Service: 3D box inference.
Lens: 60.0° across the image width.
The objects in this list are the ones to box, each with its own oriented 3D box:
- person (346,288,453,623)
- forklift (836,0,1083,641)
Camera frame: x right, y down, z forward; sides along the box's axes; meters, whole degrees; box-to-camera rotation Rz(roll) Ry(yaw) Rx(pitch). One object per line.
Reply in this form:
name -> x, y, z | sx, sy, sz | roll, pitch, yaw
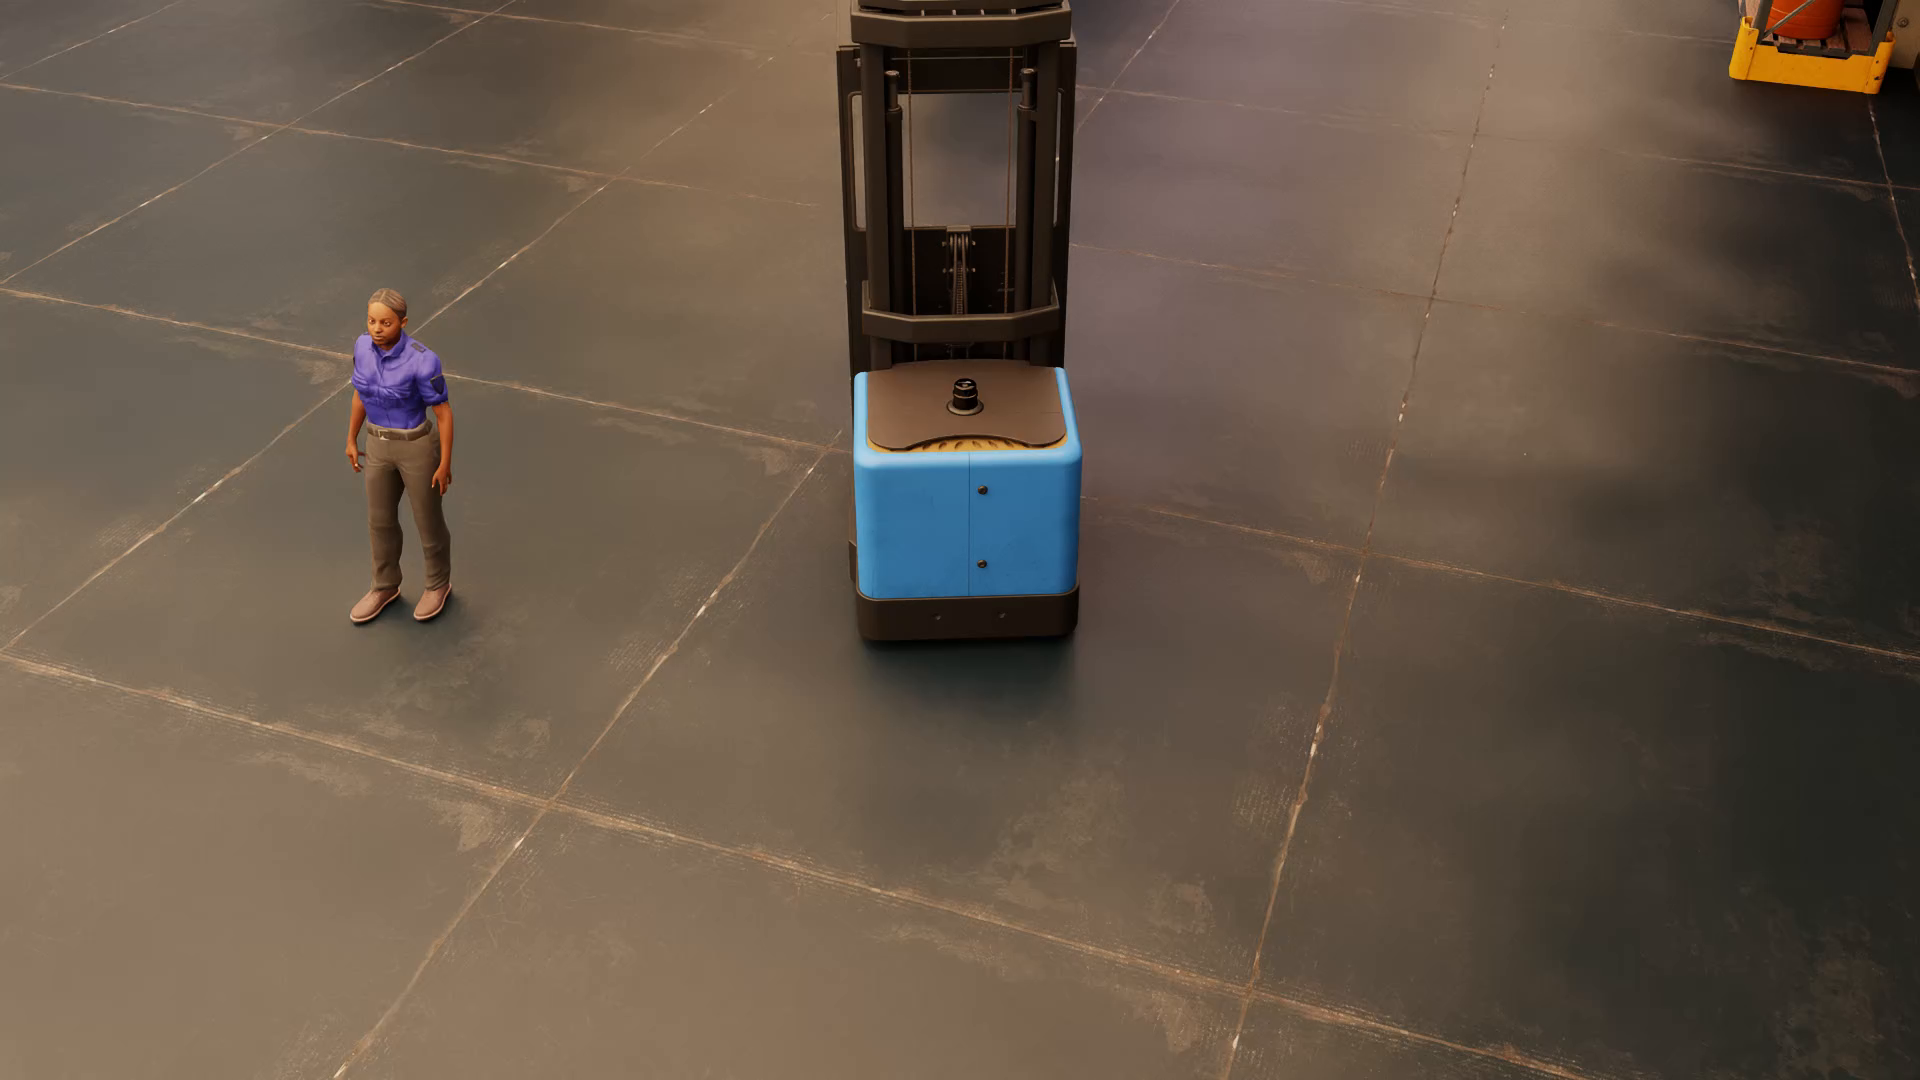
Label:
person -> -2.634, -0.363, 7.714 | 0.570, 1.654, 0.504 | 11, 37, 15
forklift -> -0.029, -1.547, 8.293 | 1.130, 2.935, 3.031 | -2, 35, -2
